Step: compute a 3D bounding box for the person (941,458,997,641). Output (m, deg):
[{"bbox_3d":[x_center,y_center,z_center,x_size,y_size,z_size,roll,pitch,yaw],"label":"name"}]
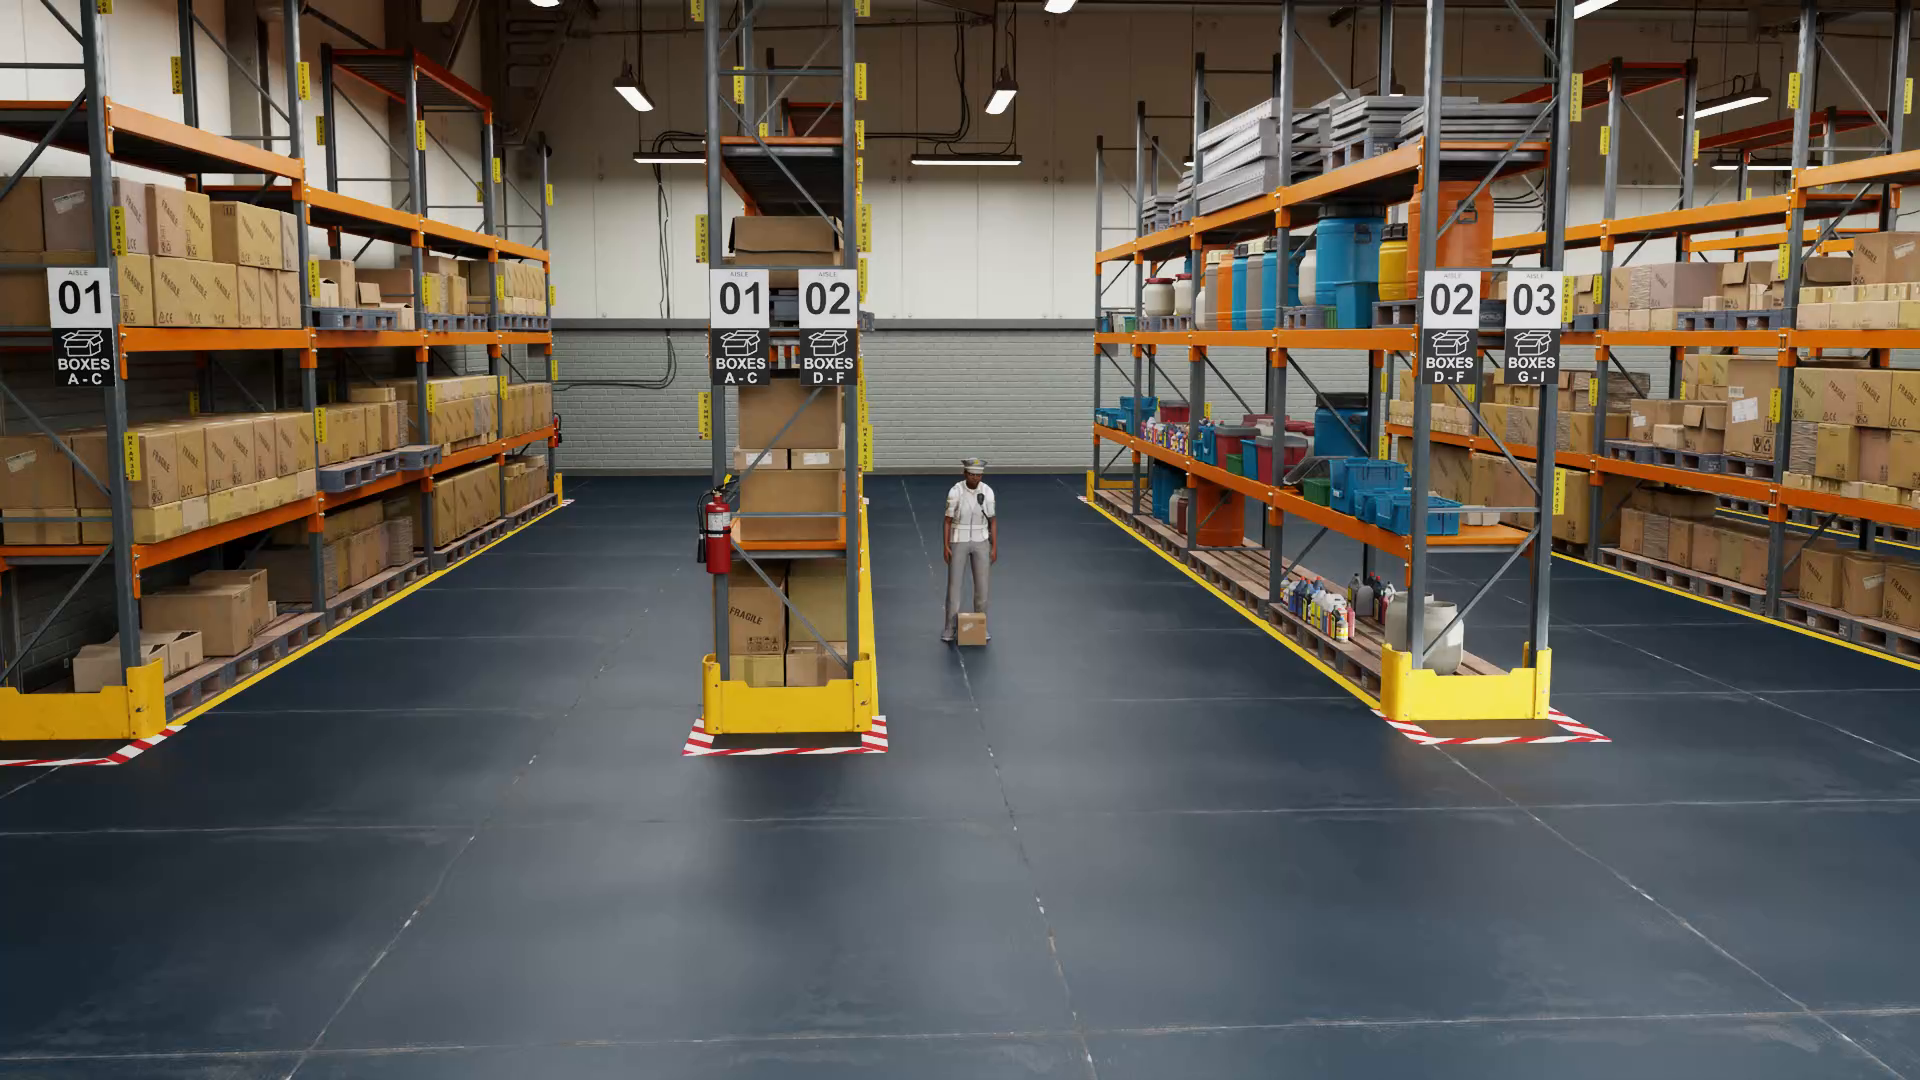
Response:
[{"bbox_3d":[0.079,0.078,15.137,0.530,1.653,0.398,-1,7,-7],"label":"person"}]
